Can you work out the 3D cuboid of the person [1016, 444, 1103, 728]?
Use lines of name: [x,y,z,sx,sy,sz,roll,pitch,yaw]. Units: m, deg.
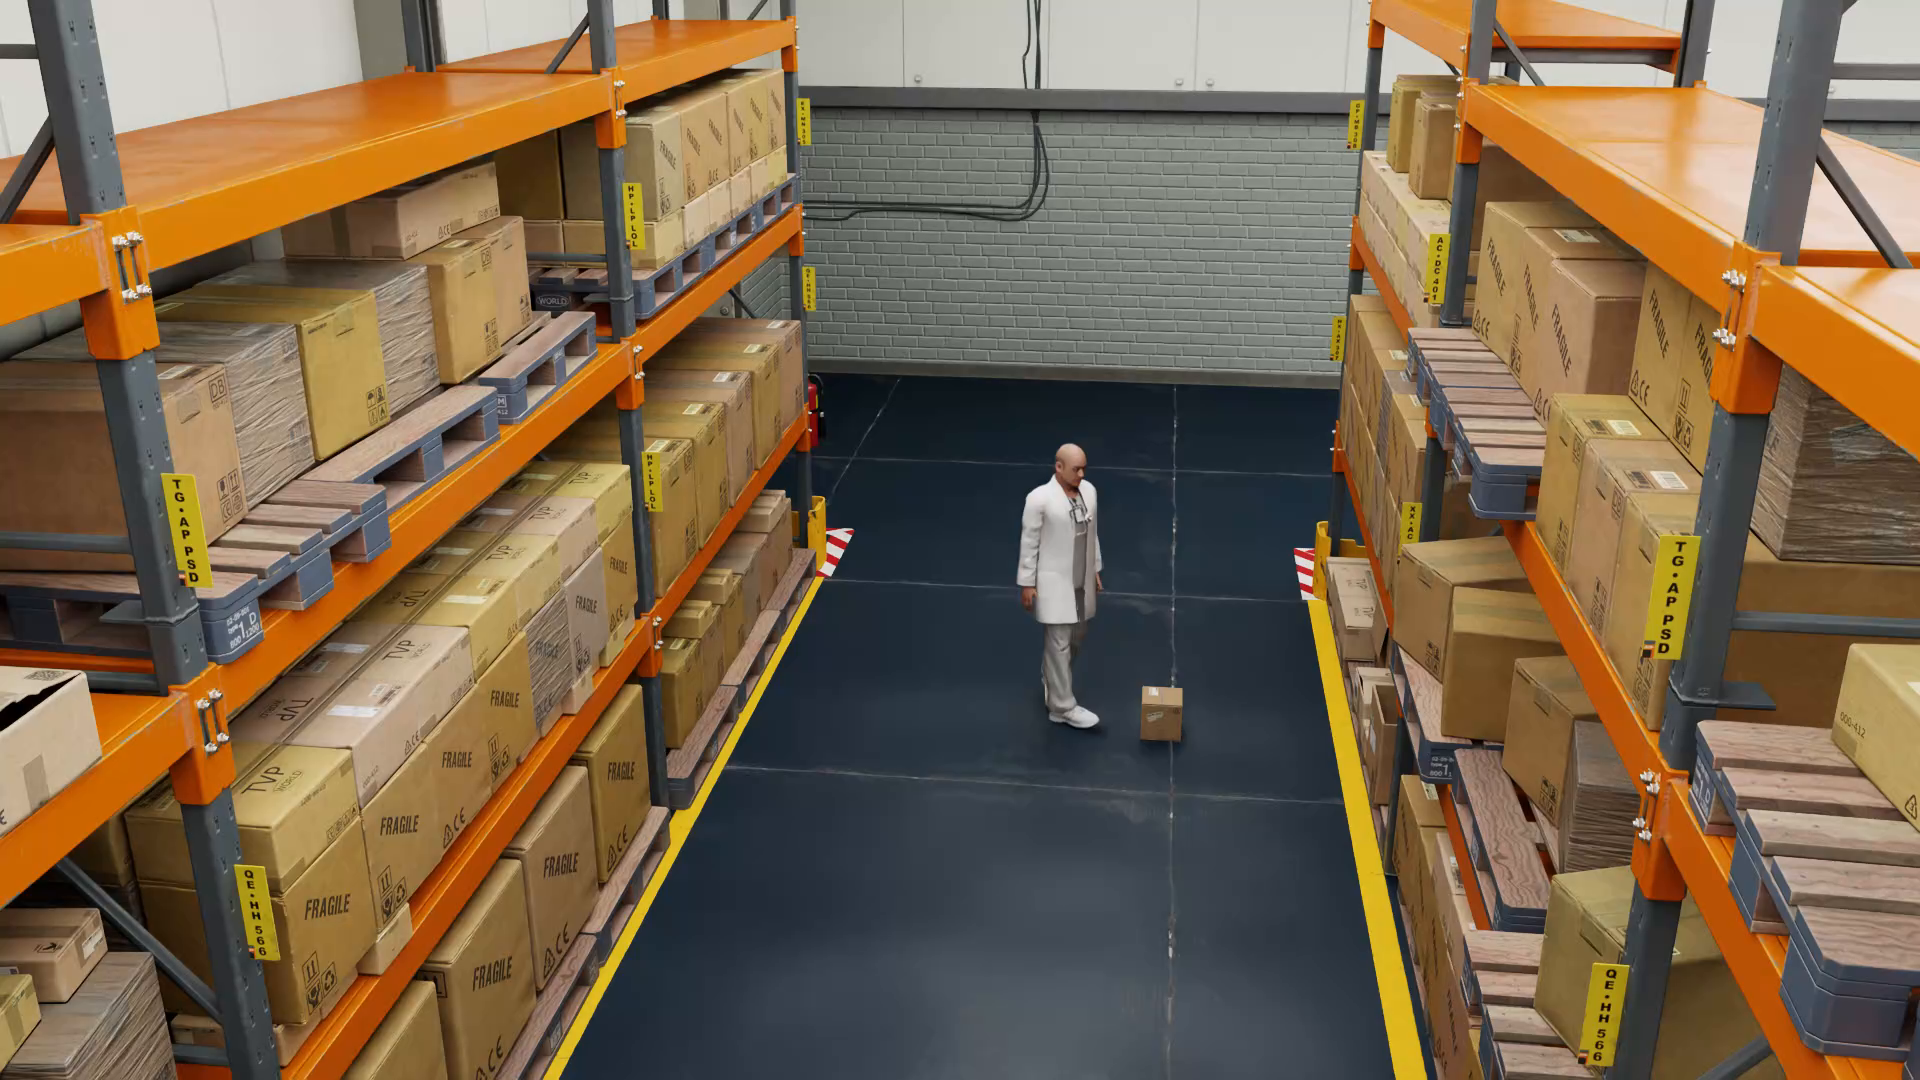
person: [0.680,0.275,10.393,0.621,1.786,0.731,-14,25,-32]
